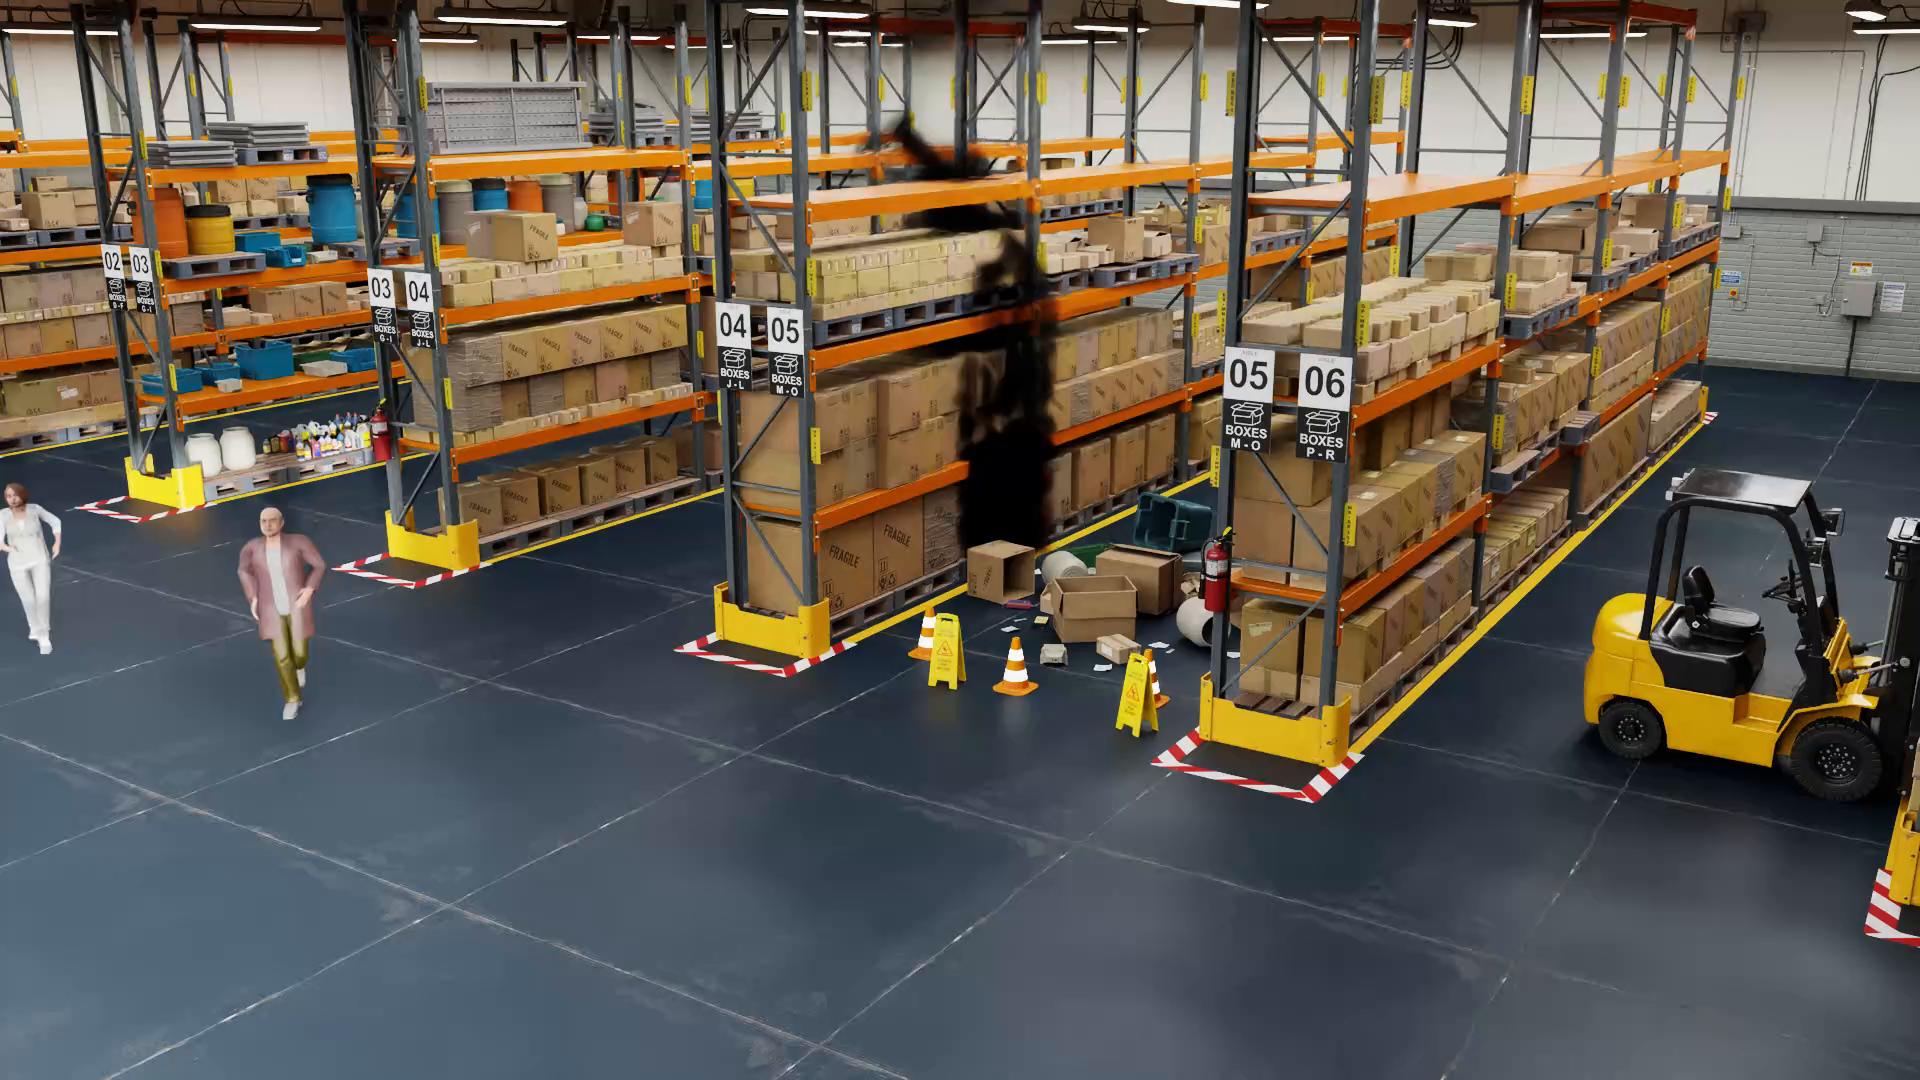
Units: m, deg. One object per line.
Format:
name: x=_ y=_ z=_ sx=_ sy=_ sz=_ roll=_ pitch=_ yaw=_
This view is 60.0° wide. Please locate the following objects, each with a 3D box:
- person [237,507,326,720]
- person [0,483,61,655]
person: x=-5.662 y=0.570 z=13.950 sx=0.707 sy=1.761 sz=0.745 roll=-4 pitch=16 yaw=-15
person: x=-8.604 y=0.253 z=15.402 sx=0.546 sy=1.609 sz=0.690 roll=-7 pitch=17 yaw=-22
